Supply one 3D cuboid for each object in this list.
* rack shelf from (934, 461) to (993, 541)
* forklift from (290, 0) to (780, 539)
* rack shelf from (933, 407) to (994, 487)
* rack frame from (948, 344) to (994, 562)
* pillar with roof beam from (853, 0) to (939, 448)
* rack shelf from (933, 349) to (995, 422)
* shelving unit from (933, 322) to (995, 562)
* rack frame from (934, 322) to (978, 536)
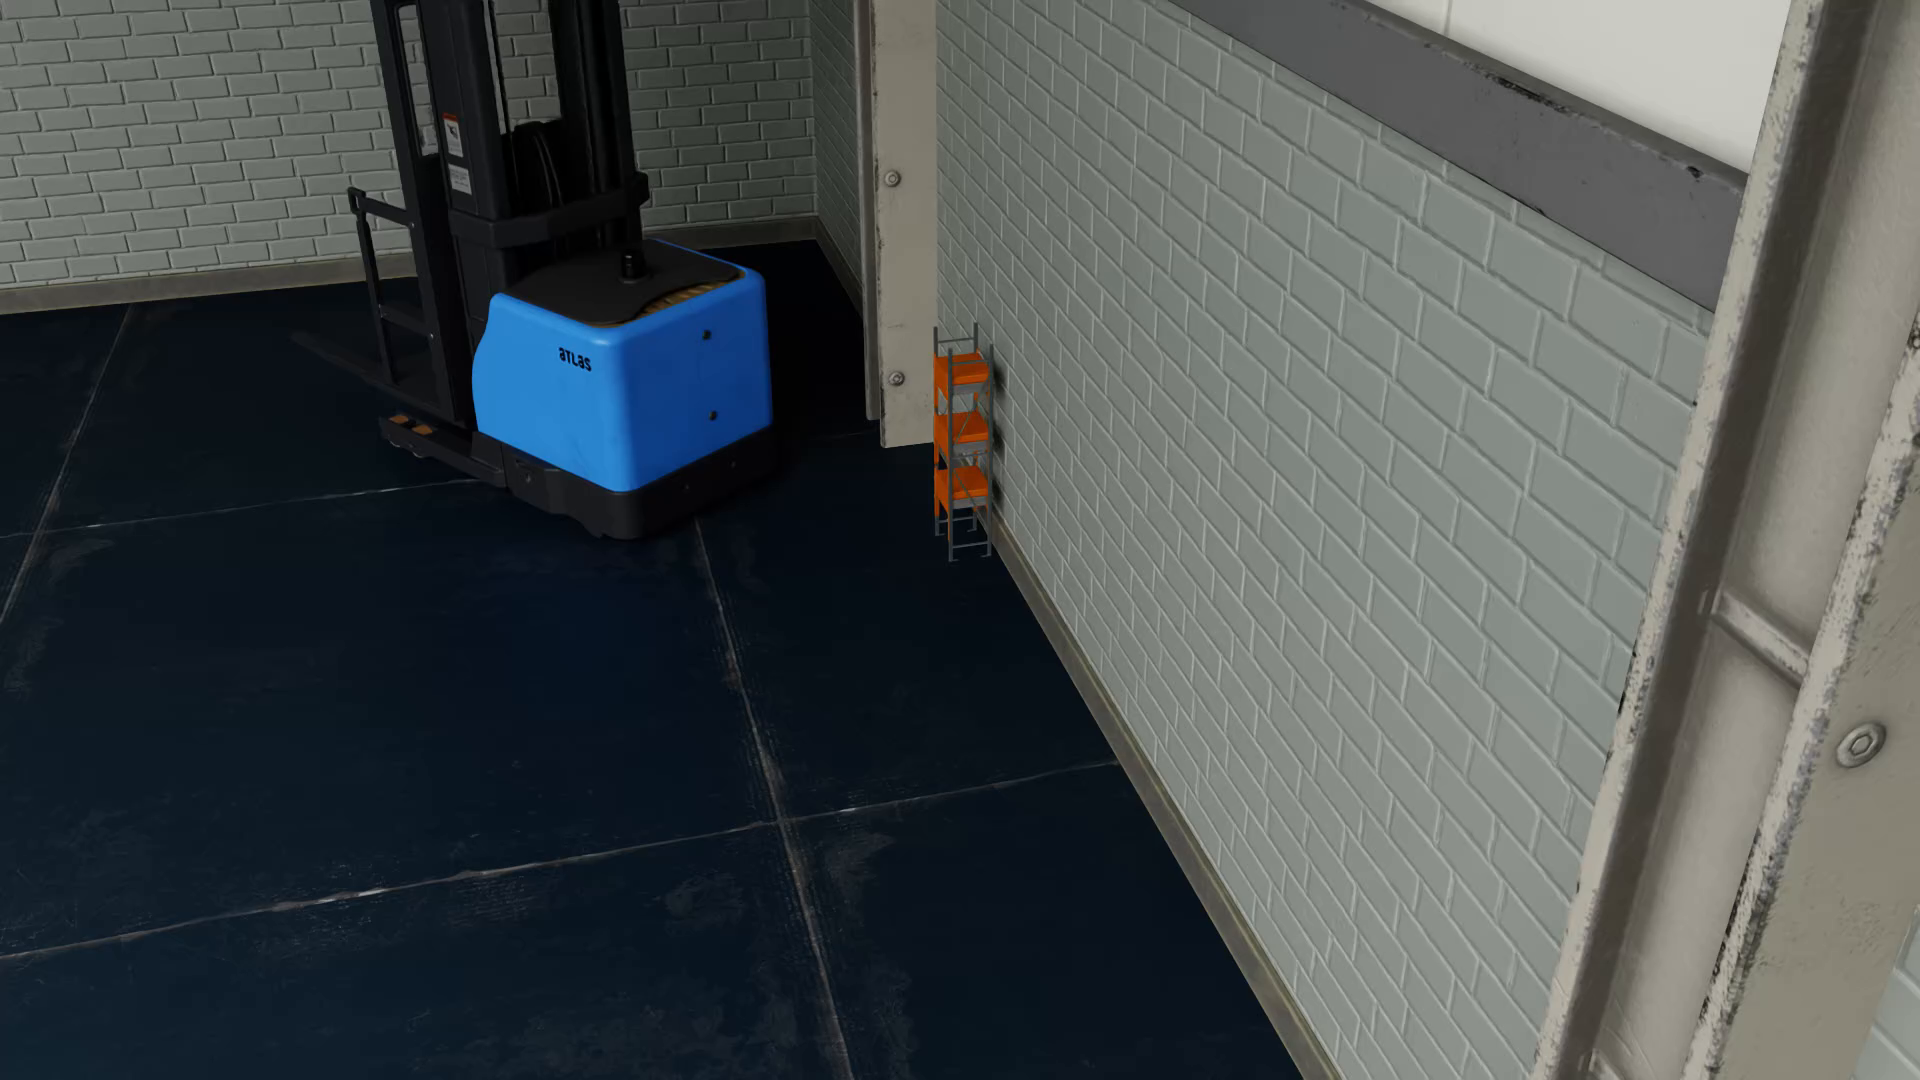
[{"bbox_3d":[0.014,-0.179,7.587,0.215,0.259,0.240,-8,31,-13],"label":"rack shelf"},{"bbox_3d":[-2.358,-1.869,8.053,3.031,2.935,1.130,22,37,33],"label":"forklift"},{"bbox_3d":[0.014,-0.419,7.448,0.215,0.259,0.240,-8,31,-13],"label":"rack shelf"},{"bbox_3d":[0.047,-0.370,7.341,0.200,1.050,0.008,-8,31,-13],"label":"rack frame"},{"bbox_3d":[-4.453,-3.912,5.526,9.100,9.000,0.400,-8,31,-13],"label":"pillar with roof beam"},{"bbox_3d":[0.014,-0.665,7.306,0.215,0.259,0.240,-8,31,-13],"label":"rack shelf"},{"bbox_3d":[0.014,-0.429,7.442,0.215,1.050,0.252,-8,31,-13],"label":"shelving unit"},{"bbox_3d":[-0.018,-0.487,7.544,0.200,1.050,0.008,-8,31,-13],"label":"rack frame"}]
